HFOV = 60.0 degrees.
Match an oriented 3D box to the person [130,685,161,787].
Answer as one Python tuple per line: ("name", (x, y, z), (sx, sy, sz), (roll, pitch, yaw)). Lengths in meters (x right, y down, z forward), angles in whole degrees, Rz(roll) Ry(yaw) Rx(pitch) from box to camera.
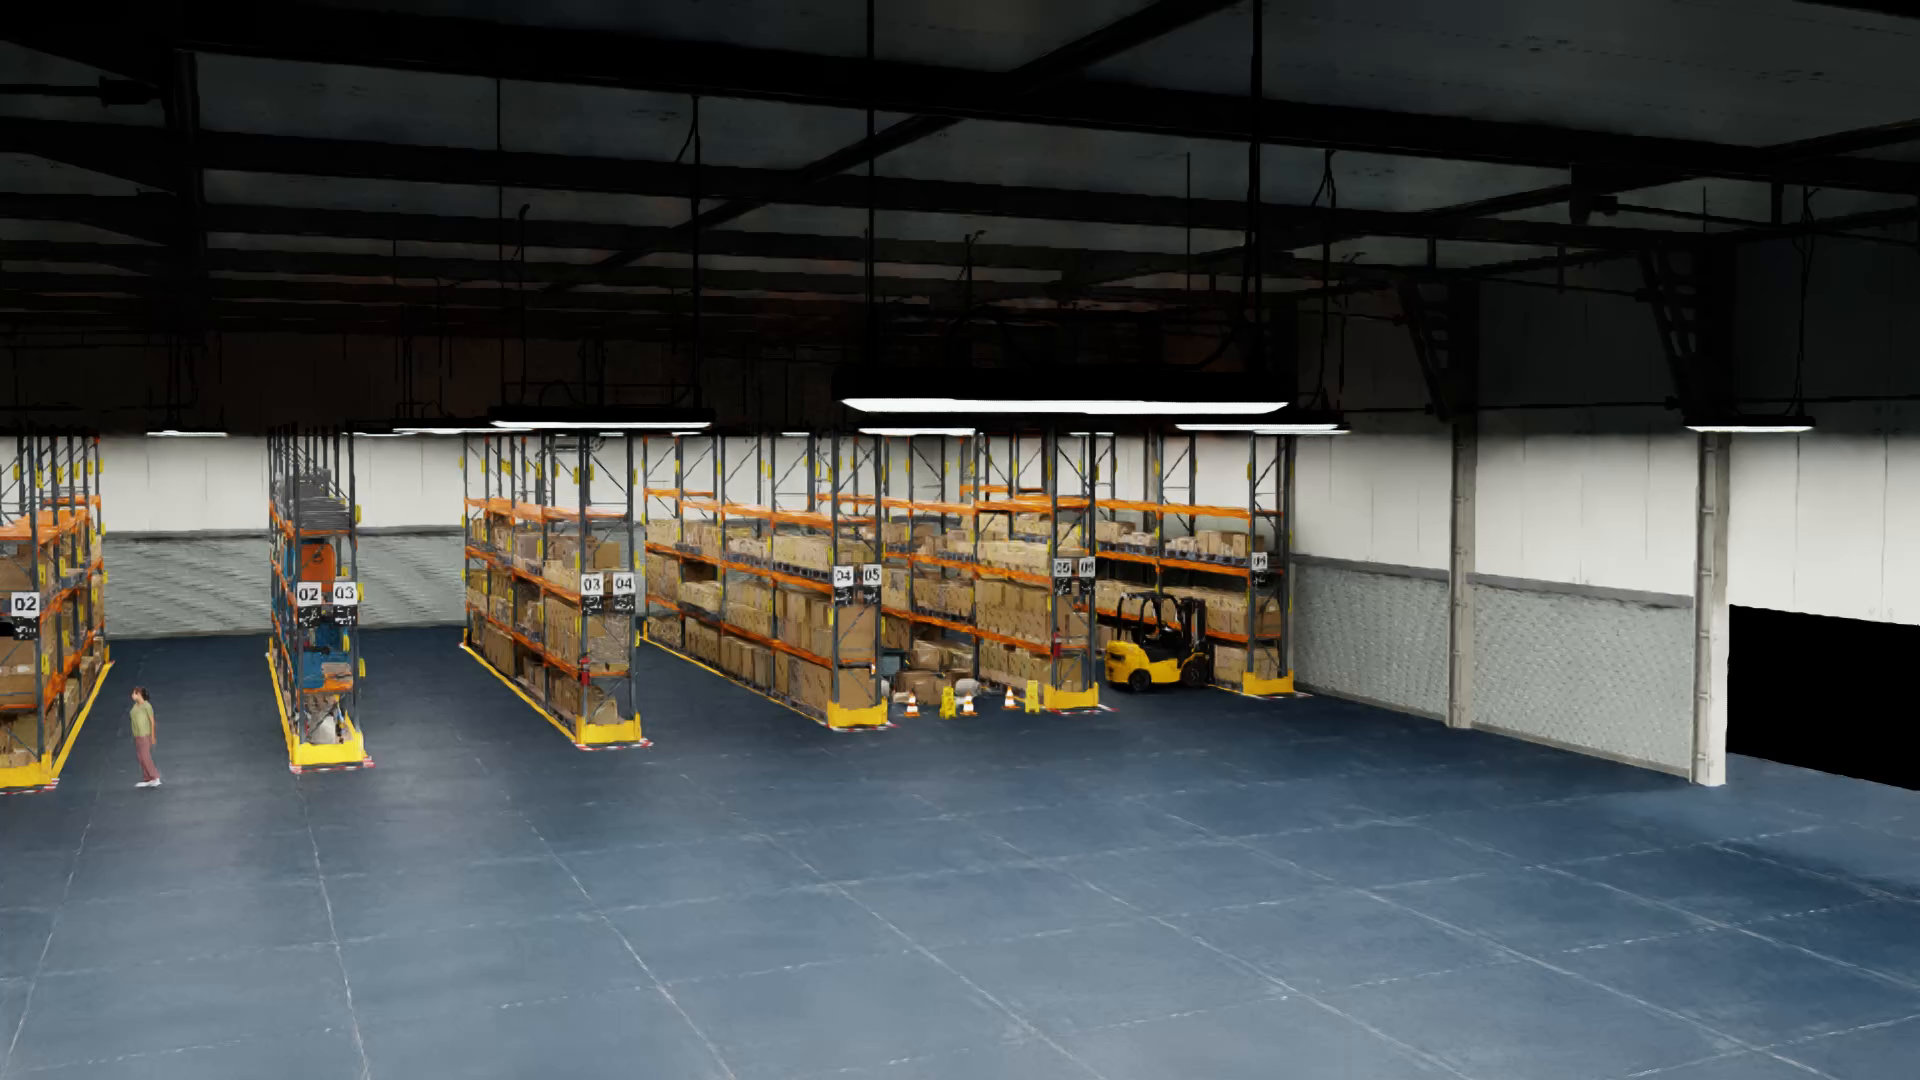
("person", (-13.346, 3.217, 27.247), (0.571, 1.659, 0.375), (2, 4, 34))
